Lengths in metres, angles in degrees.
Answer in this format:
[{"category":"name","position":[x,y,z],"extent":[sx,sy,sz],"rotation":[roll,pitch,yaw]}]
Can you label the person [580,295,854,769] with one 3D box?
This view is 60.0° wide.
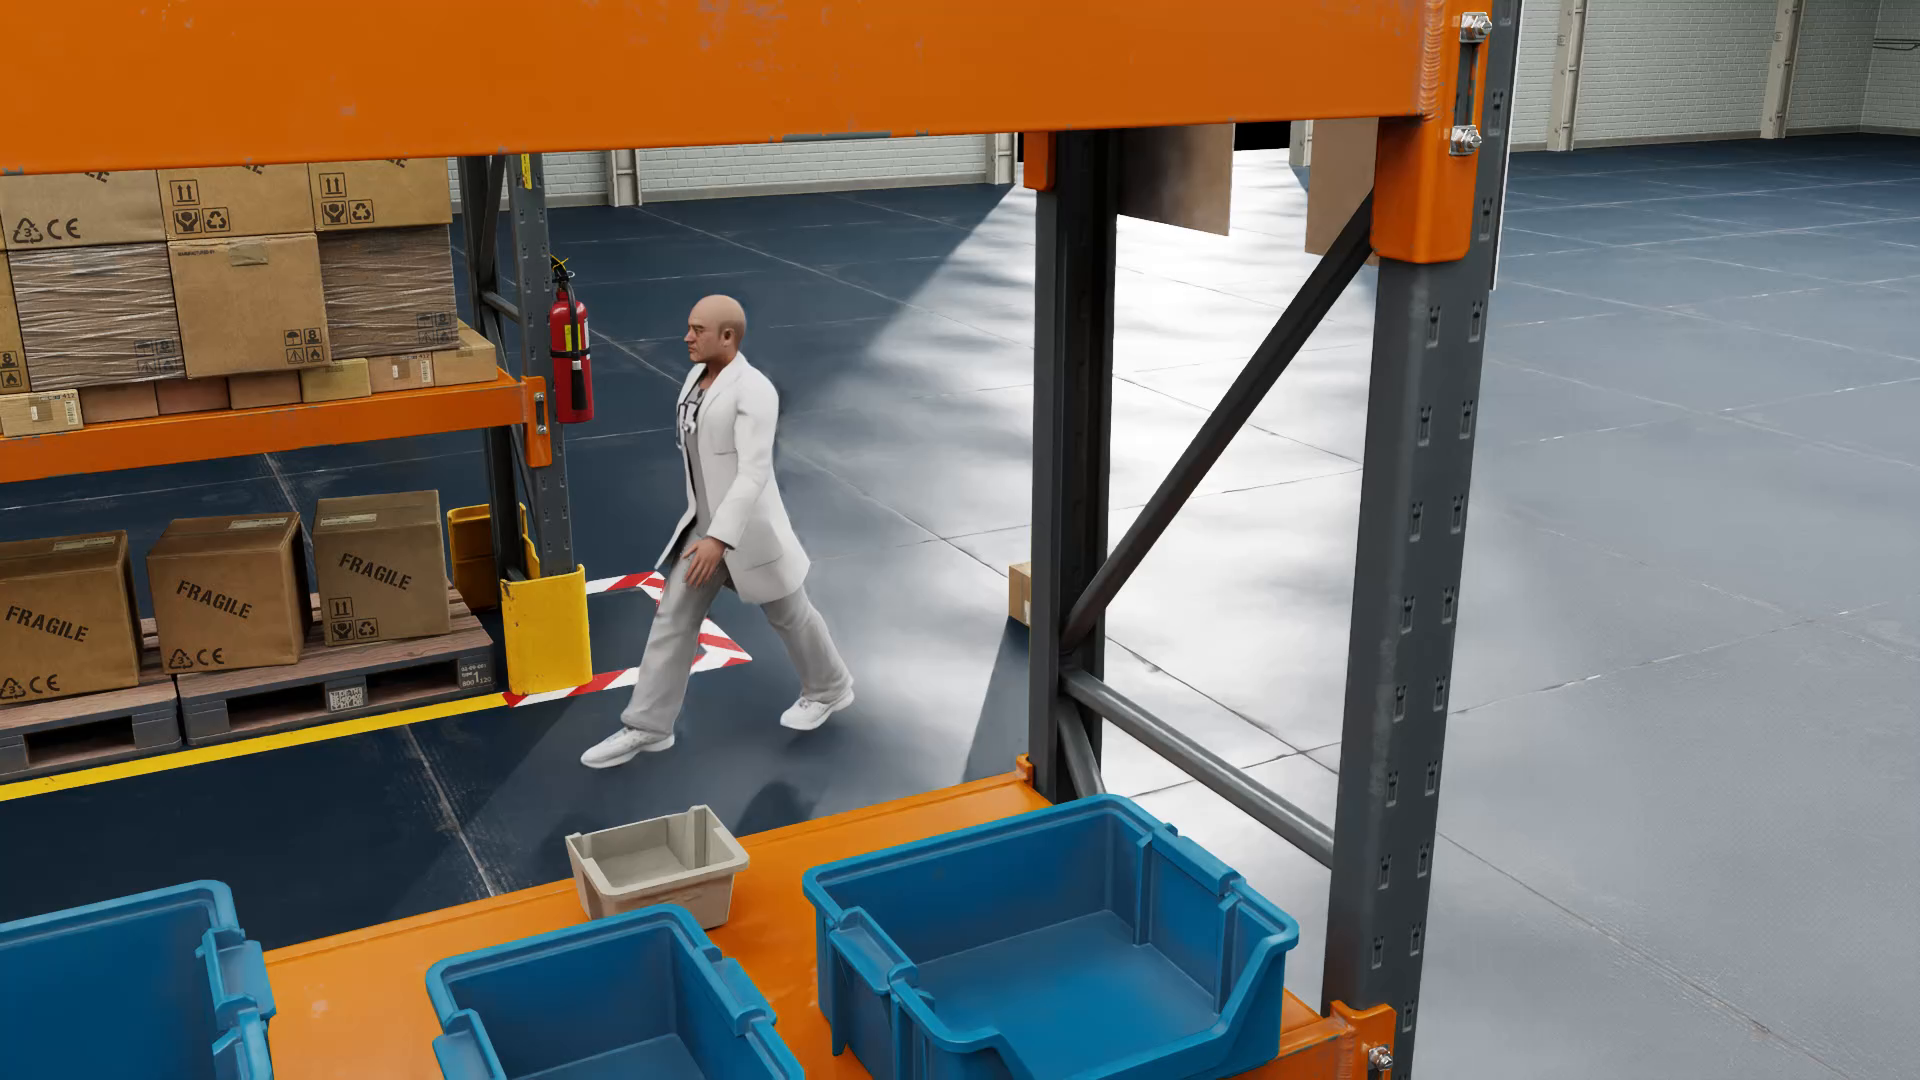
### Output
[{"category":"person","position":[-0.895,-0.043,6.166],"extent":[1.123,1.722,0.632],"rotation":[-16,24,-40]}]
